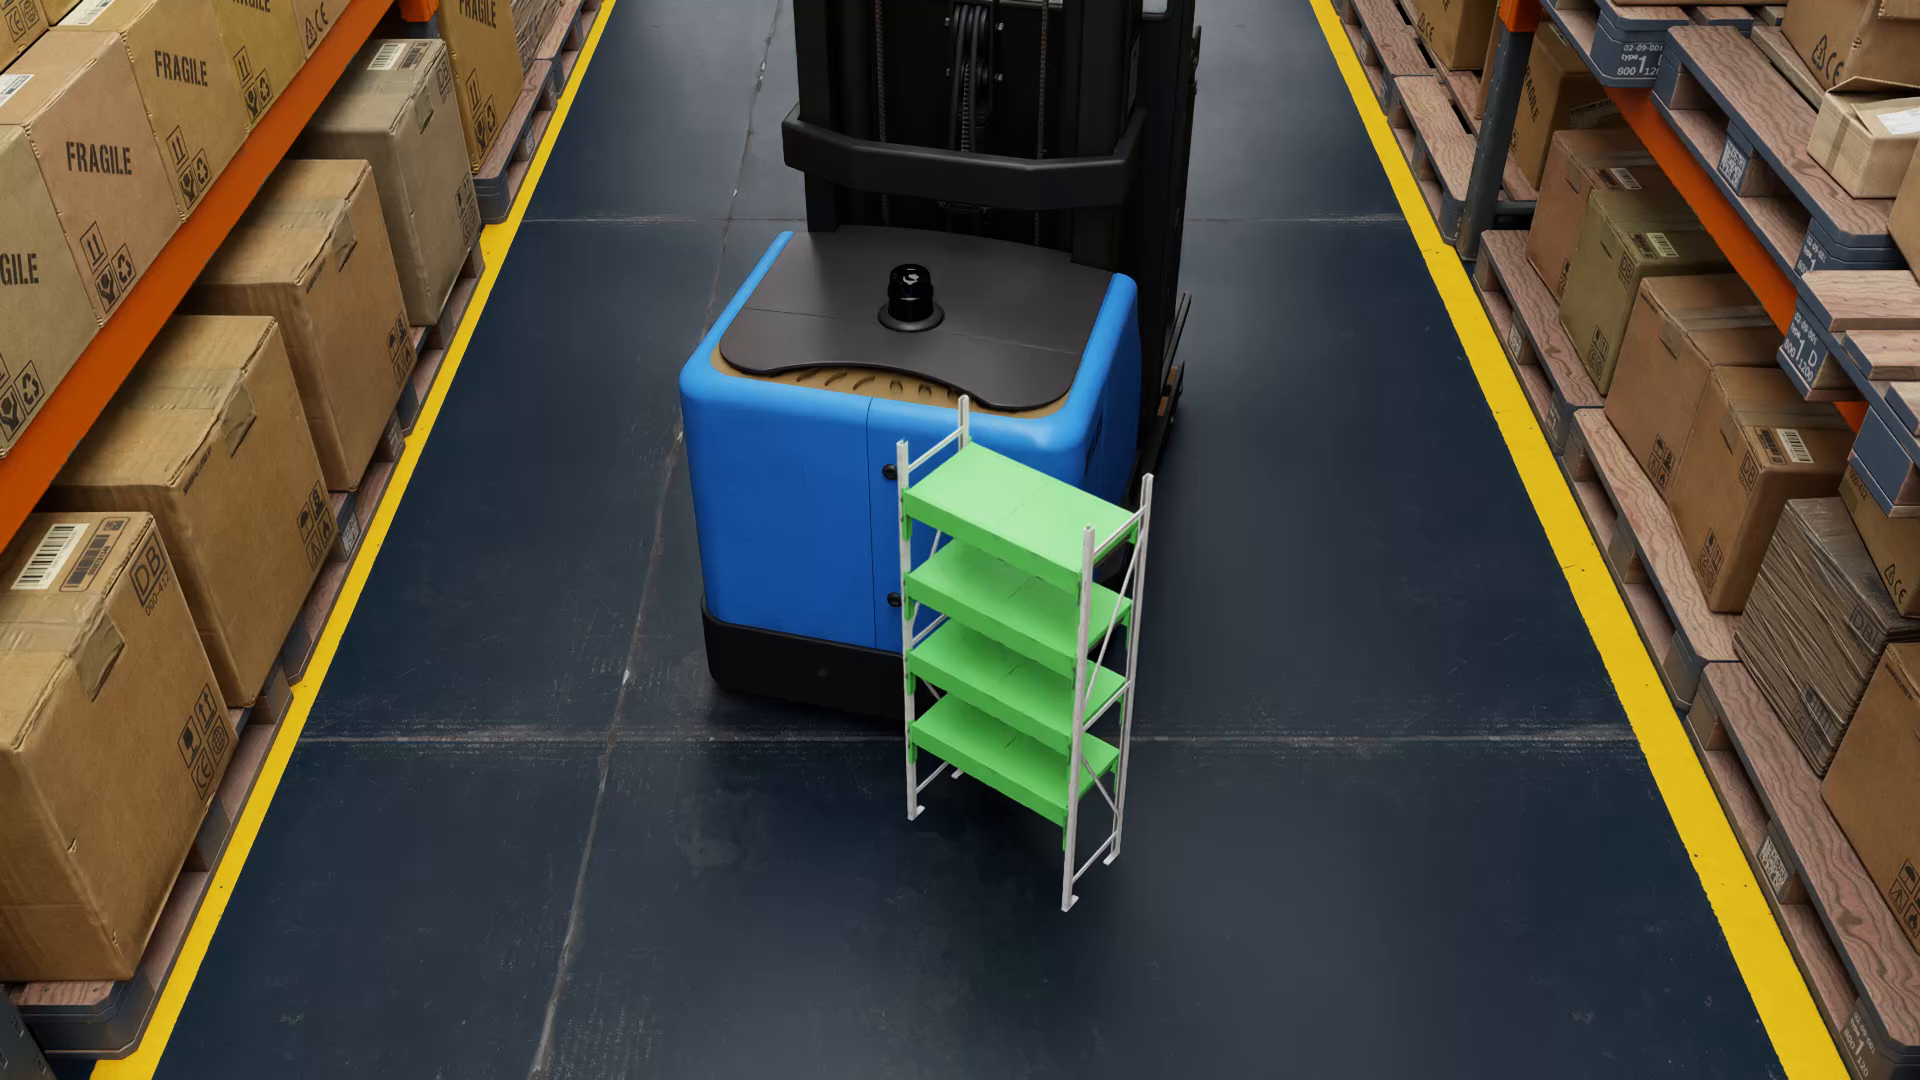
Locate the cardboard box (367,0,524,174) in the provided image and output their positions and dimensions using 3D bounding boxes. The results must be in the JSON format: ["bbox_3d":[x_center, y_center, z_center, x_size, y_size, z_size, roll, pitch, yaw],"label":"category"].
[{"bbox_3d":[-2.390,-2.102,6.837,0.875,0.875,0.875,1,39,1],"label":"cardboard box"}]

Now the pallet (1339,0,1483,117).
[{"bbox_3d":[2.461,-2.411,8.090,1.003,0.211,1.213,0,39,0],"label":"pallet"}]

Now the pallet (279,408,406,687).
[{"bbox_3d":[-2.378,-0.038,5.129,1.003,0.211,1.213,0,39,0],"label":"pallet"}]

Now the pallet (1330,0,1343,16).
[{"bbox_3d":[2.462,-3.172,9.039,1.003,0.211,1.213,0,39,0],"label":"pallet"}]

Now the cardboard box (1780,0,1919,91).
[{"bbox_3d":[2.596,-1.434,4.223,0.797,0.503,0.637,4,39,5],"label":"cardboard box"}]

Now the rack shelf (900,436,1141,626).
[{"bbox_3d":[0.135,-0.028,3.660,0.480,0.148,0.258,26,45,28],"label":"rack shelf"}]

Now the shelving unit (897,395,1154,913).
[{"bbox_3d":[0.136,0.296,3.921,0.503,1.200,0.258,26,45,28],"label":"shelving unit"}]

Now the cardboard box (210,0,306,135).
[{"bbox_3d":[-2.190,-1.455,4.587,0.500,0.500,0.500,0,39,0],"label":"cardboard box"}]

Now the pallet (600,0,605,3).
[{"bbox_3d":[-2.384,-3.287,9.183,1.003,0.211,1.213,0,39,0],"label":"pallet"}]

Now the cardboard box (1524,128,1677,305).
[{"bbox_3d":[2.481,-1.126,5.904,0.700,0.500,0.500,-3,39,-4],"label":"cardboard box"}]

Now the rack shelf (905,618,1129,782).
[{"bbox_3d":[0.136,0.346,3.961,0.480,0.148,0.258,26,45,28],"label":"rack shelf"}]

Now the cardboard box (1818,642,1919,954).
[{"bbox_3d":[2.485,0.572,3.785,0.700,0.500,0.500,-2,39,-2],"label":"cardboard box"}]

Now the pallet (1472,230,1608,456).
[{"bbox_3d":[2.504,-0.739,6.004,1.003,0.211,1.213,0,39,0],"label":"pallet"}]

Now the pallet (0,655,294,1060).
[{"bbox_3d":[-2.380,0.723,4.179,1.003,0.211,1.213,0,39,0],"label":"pallet"}]

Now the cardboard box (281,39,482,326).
[{"bbox_3d":[-2.368,-1.272,5.901,1.050,0.750,0.750,0,39,0],"label":"cardboard box"}]

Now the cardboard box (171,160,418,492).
[{"bbox_3d":[-2.371,-0.668,5.149,1.050,0.750,0.750,0,39,0],"label":"cardboard box"}]

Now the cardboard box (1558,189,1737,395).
[{"bbox_3d":[2.462,-0.828,5.532,0.700,0.500,0.500,0,39,0],"label":"cardboard box"}]

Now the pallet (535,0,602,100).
[{"bbox_3d":[-2.386,-2.526,8.233,1.003,0.211,1.213,0,39,0],"label":"pallet"}]

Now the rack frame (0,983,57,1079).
[{"bbox_3d":[-2.451,0.128,2.692,0.949,2.616,0.053,0,39,0],"label":"rack frame"}]

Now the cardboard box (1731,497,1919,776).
[{"bbox_3d":[2.472,0.225,4.217,0.700,0.500,0.500,-3,39,-4],"label":"cardboard box"}]

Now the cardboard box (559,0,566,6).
[{"bbox_3d":[-2.393,-3.236,8.252,0.875,0.875,0.875,-1,39,-1],"label":"cardboard box"}]

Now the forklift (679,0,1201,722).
[{"bbox_3d":[0.157,-1.522,4.805,1.130,2.935,3.031,9,40,11],"label":"forklift"}]

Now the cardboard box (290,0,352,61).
[{"bbox_3d":[-2.190,-1.771,4.981,0.500,0.500,0.500,0,39,-1],"label":"cardboard box"}]

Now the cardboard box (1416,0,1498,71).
[{"bbox_3d":[2.453,-2.499,7.633,0.500,0.500,0.500,-3,39,-4],"label":"cardboard box"}]

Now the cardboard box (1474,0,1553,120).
[{"bbox_3d":[2.533,-2.111,7.149,0.500,0.500,0.500,12,40,14],"label":"cardboard box"}]

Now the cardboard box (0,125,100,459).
[{"bbox_3d":[-2.188,-0.510,3.408,0.500,0.500,0.500,0,39,0],"label":"cardboard box"}]

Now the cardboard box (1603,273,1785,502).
[{"bbox_3d":[2.463,-0.478,5.095,0.700,0.500,0.500,-3,39,-4],"label":"cardboard box"}]

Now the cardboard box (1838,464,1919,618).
[{"bbox_3d":[2.464,-0.052,3.964,0.500,0.250,0.500,4,39,5],"label":"cardboard box"}]

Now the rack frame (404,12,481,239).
[{"bbox_3d":[-2.459,-2.374,5.813,1.000,3.000,0.127,0,39,0],"label":"rack frame"}]

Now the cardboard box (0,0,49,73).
[{"bbox_3d":[-2.449,-1.219,3.493,0.700,0.500,0.500,-1,39,-1],"label":"cardboard box"}]

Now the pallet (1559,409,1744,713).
[{"bbox_3d":[2.508,0.026,5.049,1.003,0.211,1.213,0,39,0],"label":"pallet"}]

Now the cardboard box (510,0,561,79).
[{"bbox_3d":[-2.394,-2.666,7.541,0.875,0.875,0.875,0,39,0],"label":"cardboard box"}]

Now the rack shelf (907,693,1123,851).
[{"bbox_3d":[0.136,0.533,4.111,0.480,0.148,0.258,26,45,28],"label":"rack shelf"}]

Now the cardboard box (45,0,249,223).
[{"bbox_3d":[-2.187,-1.137,4.190,0.500,0.500,0.500,0,39,-1],"label":"cardboard box"}]

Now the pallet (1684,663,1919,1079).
[{"bbox_3d":[2.506,0.787,4.099,1.003,0.211,1.213,0,39,0],"label":"pallet"}]

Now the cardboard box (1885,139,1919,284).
[{"bbox_3d":[2.365,-0.702,3.312,0.700,0.500,0.500,5,39,7],"label":"cardboard box"}]

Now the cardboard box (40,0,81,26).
[{"bbox_3d":[-2.450,-1.539,3.892,0.700,0.500,0.500,0,39,0],"label":"cardboard box"}]

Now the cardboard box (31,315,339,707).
[{"bbox_3d":[-2.369,-0.086,4.422,1.050,0.750,0.750,1,39,1],"label":"cardboard box"}]

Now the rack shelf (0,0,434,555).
[{"bbox_3d":[-2.456,-0.842,4.478,1.077,0.370,4.000,0,39,0],"label":"rack shelf"}]

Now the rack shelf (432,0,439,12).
[{"bbox_3d":[-2.461,-3.344,7.599,1.077,0.370,4.000,0,39,0],"label":"rack shelf"}]

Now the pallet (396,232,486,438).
[{"bbox_3d":[-2.383,-0.803,6.083,1.003,0.211,1.213,0,39,0],"label":"pallet"}]

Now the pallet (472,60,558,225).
[{"bbox_3d":[-2.381,-1.761,7.279,1.003,0.211,1.213,0,39,0],"label":"pallet"}]

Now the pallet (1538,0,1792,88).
[{"bbox_3d":[2.357,-1.761,5.202,1.003,0.211,1.213,0,39,0],"label":"pallet"}]

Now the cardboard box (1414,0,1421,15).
[{"bbox_3d":[2.497,-2.848,8.069,0.500,0.500,0.500,3,39,4],"label":"cardboard box"}]

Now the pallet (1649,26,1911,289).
[{"bbox_3d":[2.463,-0.976,4.222,1.003,0.211,1.213,0,39,0],"label":"pallet"}]

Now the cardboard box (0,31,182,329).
[{"bbox_3d":[-2.188,-0.826,3.802,0.500,0.500,0.500,0,39,0],"label":"cardboard box"}]

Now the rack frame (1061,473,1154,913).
[{"bbox_3d":[0.329,0.389,3.805,0.015,1.200,0.240,26,45,28],"label":"rack frame"}]

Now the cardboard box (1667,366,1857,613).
[{"bbox_3d":[2.464,-0.129,4.660,0.700,0.500,0.500,3,39,4],"label":"cardboard box"}]

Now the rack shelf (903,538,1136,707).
[{"bbox_3d":[0.136,0.159,3.811,0.480,0.148,0.258,26,45,28],"label":"rack shelf"}]

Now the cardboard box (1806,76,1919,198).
[{"bbox_3d":[2.234,-0.967,3.829,0.396,0.266,0.258,-1,39,-1],"label":"cardboard box"}]

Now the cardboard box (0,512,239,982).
[{"bbox_3d":[-2.365,0.461,3.740,1.050,0.750,0.750,-1,39,-1],"label":"cardboard box"}]

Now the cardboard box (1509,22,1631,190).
[{"bbox_3d":[2.541,-1.753,6.702,0.500,0.500,0.500,-1,39,-1],"label":"cardboard box"}]

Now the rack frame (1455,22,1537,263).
[{"bbox_3d":[2.501,-2.314,5.739,1.000,3.000,0.127,0,39,0],"label":"rack frame"}]

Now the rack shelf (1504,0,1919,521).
[{"bbox_3d":[2.504,-0.783,4.403,1.077,0.370,4.000,0,39,0],"label":"rack shelf"}]

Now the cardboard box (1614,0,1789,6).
[{"bbox_3d":[2.362,-2.215,4.800,1.000,1.000,1.000,0,39,0],"label":"cardboard box"}]

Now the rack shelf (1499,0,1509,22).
[{"bbox_3d":[2.499,-3.284,7.525,1.077,0.370,4.000,0,39,0],"label":"rack shelf"}]

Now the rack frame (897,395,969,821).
[{"bbox_3d":[-0.058,0.203,4.037,0.015,1.200,0.240,26,45,28],"label":"rack frame"}]

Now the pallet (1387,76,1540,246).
[{"bbox_3d":[2.465,-1.646,7.135,1.003,0.211,1.213,0,39,0],"label":"pallet"}]

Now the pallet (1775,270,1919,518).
[{"bbox_3d":[2.399,-0.183,3.234,1.213,0.211,1.003,0,39,0],"label":"pallet"}]
